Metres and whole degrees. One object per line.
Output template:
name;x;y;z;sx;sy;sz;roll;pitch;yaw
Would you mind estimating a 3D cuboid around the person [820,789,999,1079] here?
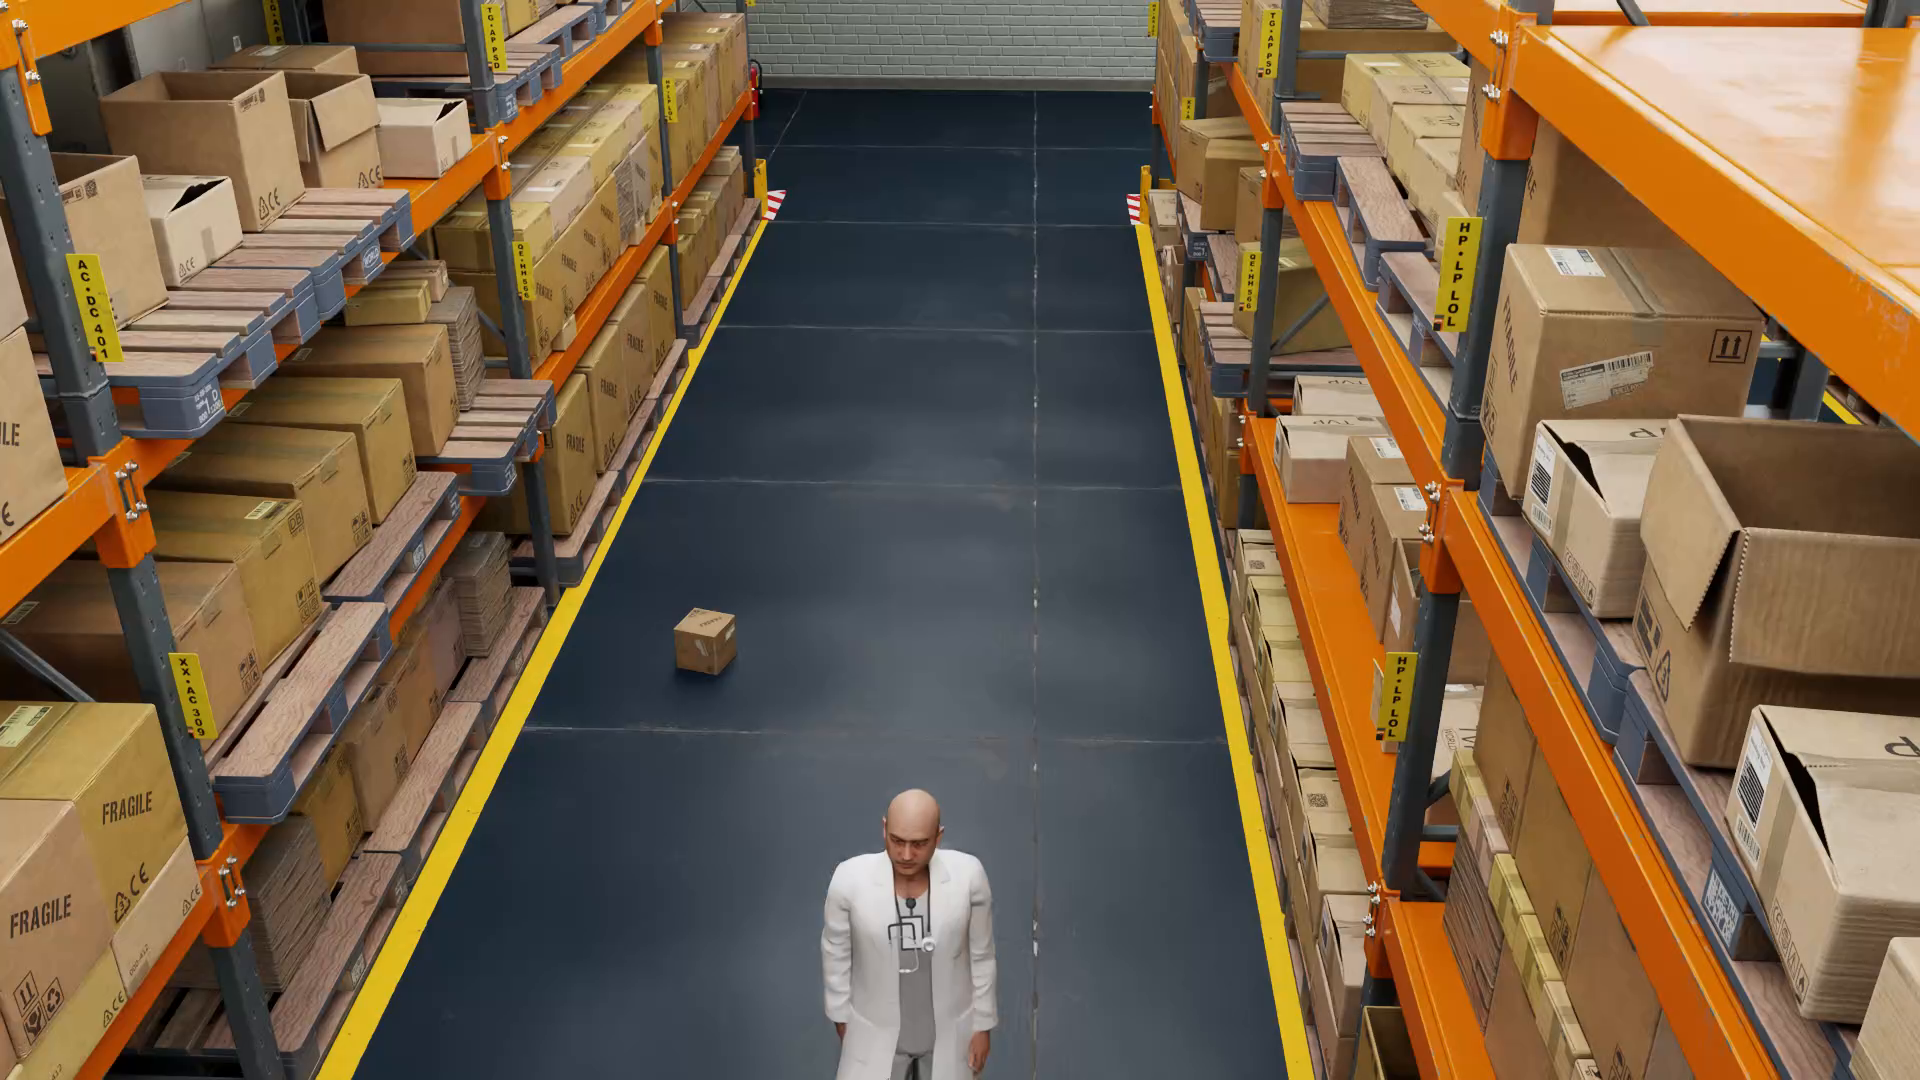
person;-0.160;1.607;5.516;0.572;1.781;0.534;-4;28;-7
